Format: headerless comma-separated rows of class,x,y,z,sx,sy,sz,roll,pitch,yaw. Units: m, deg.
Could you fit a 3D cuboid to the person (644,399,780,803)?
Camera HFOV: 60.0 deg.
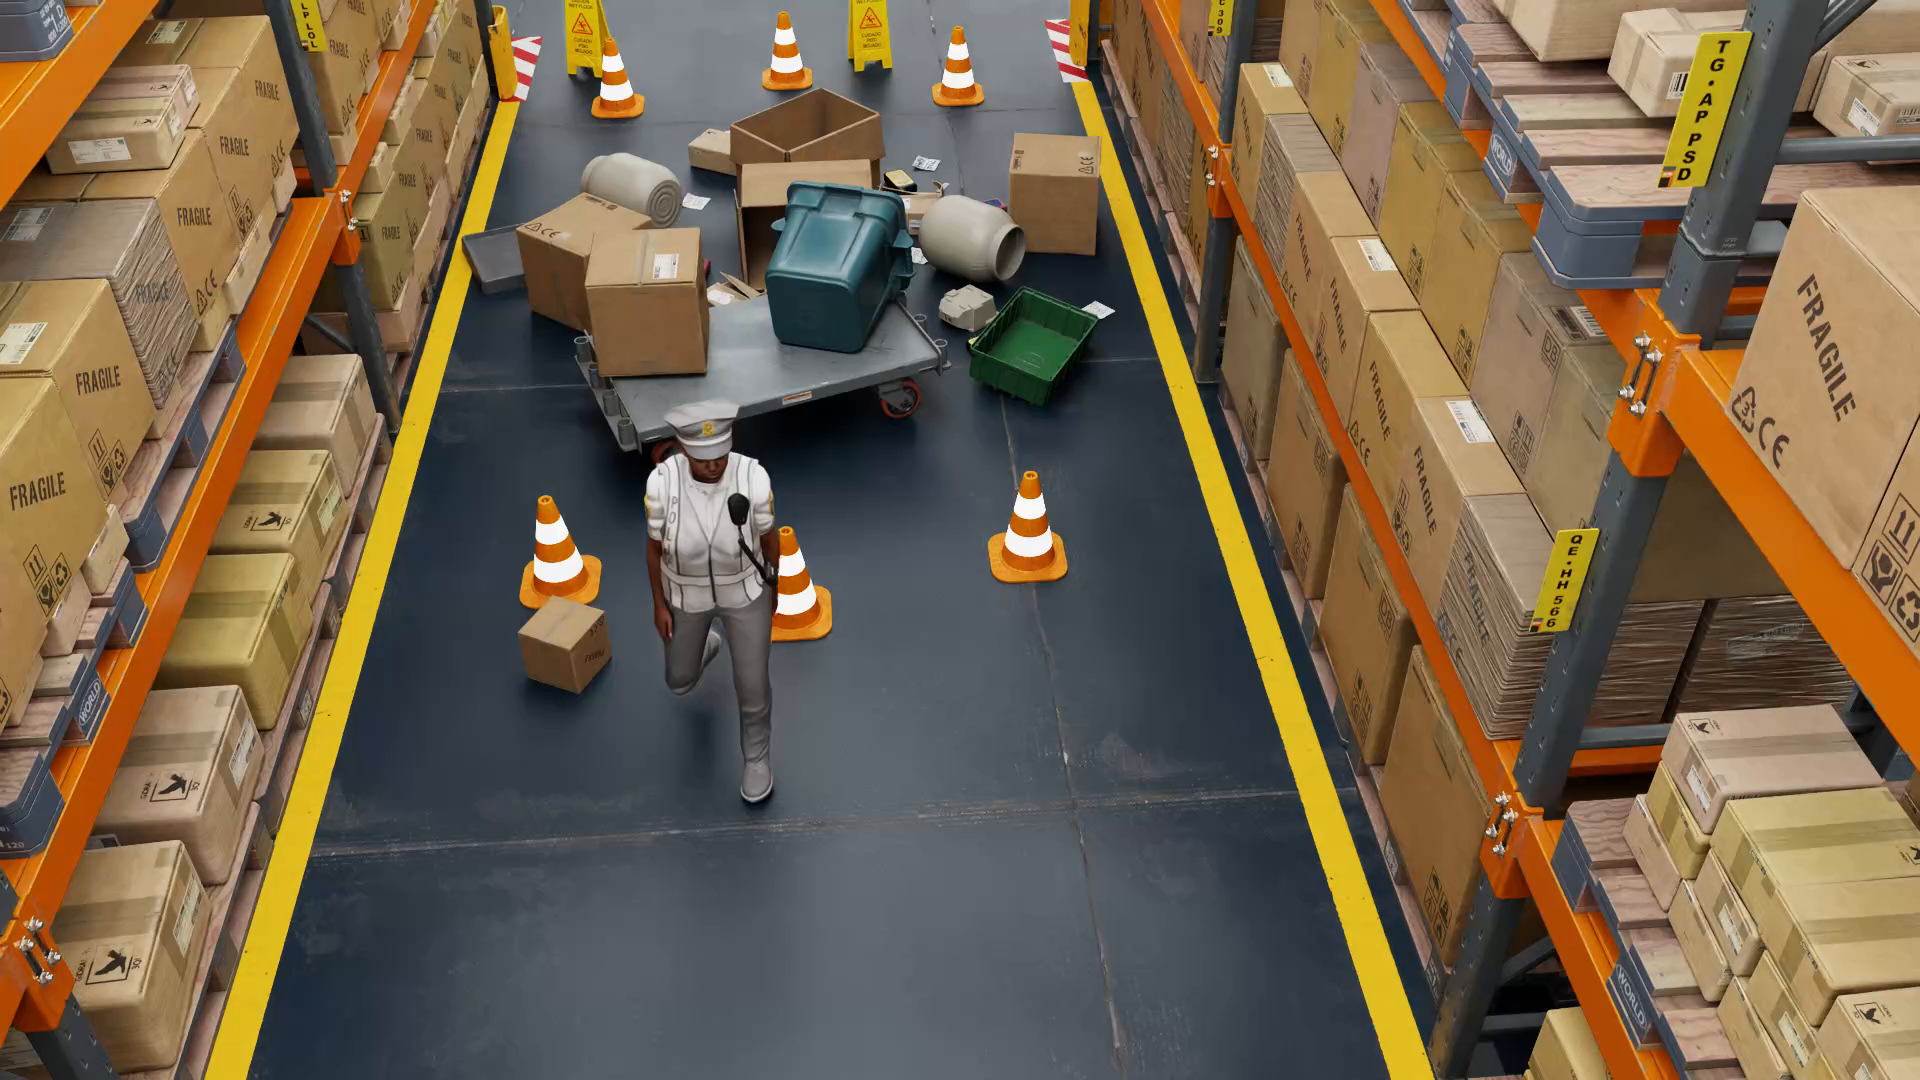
person,-0.882,0.132,5.947,0.494,1.670,0.695,-3,39,-4
